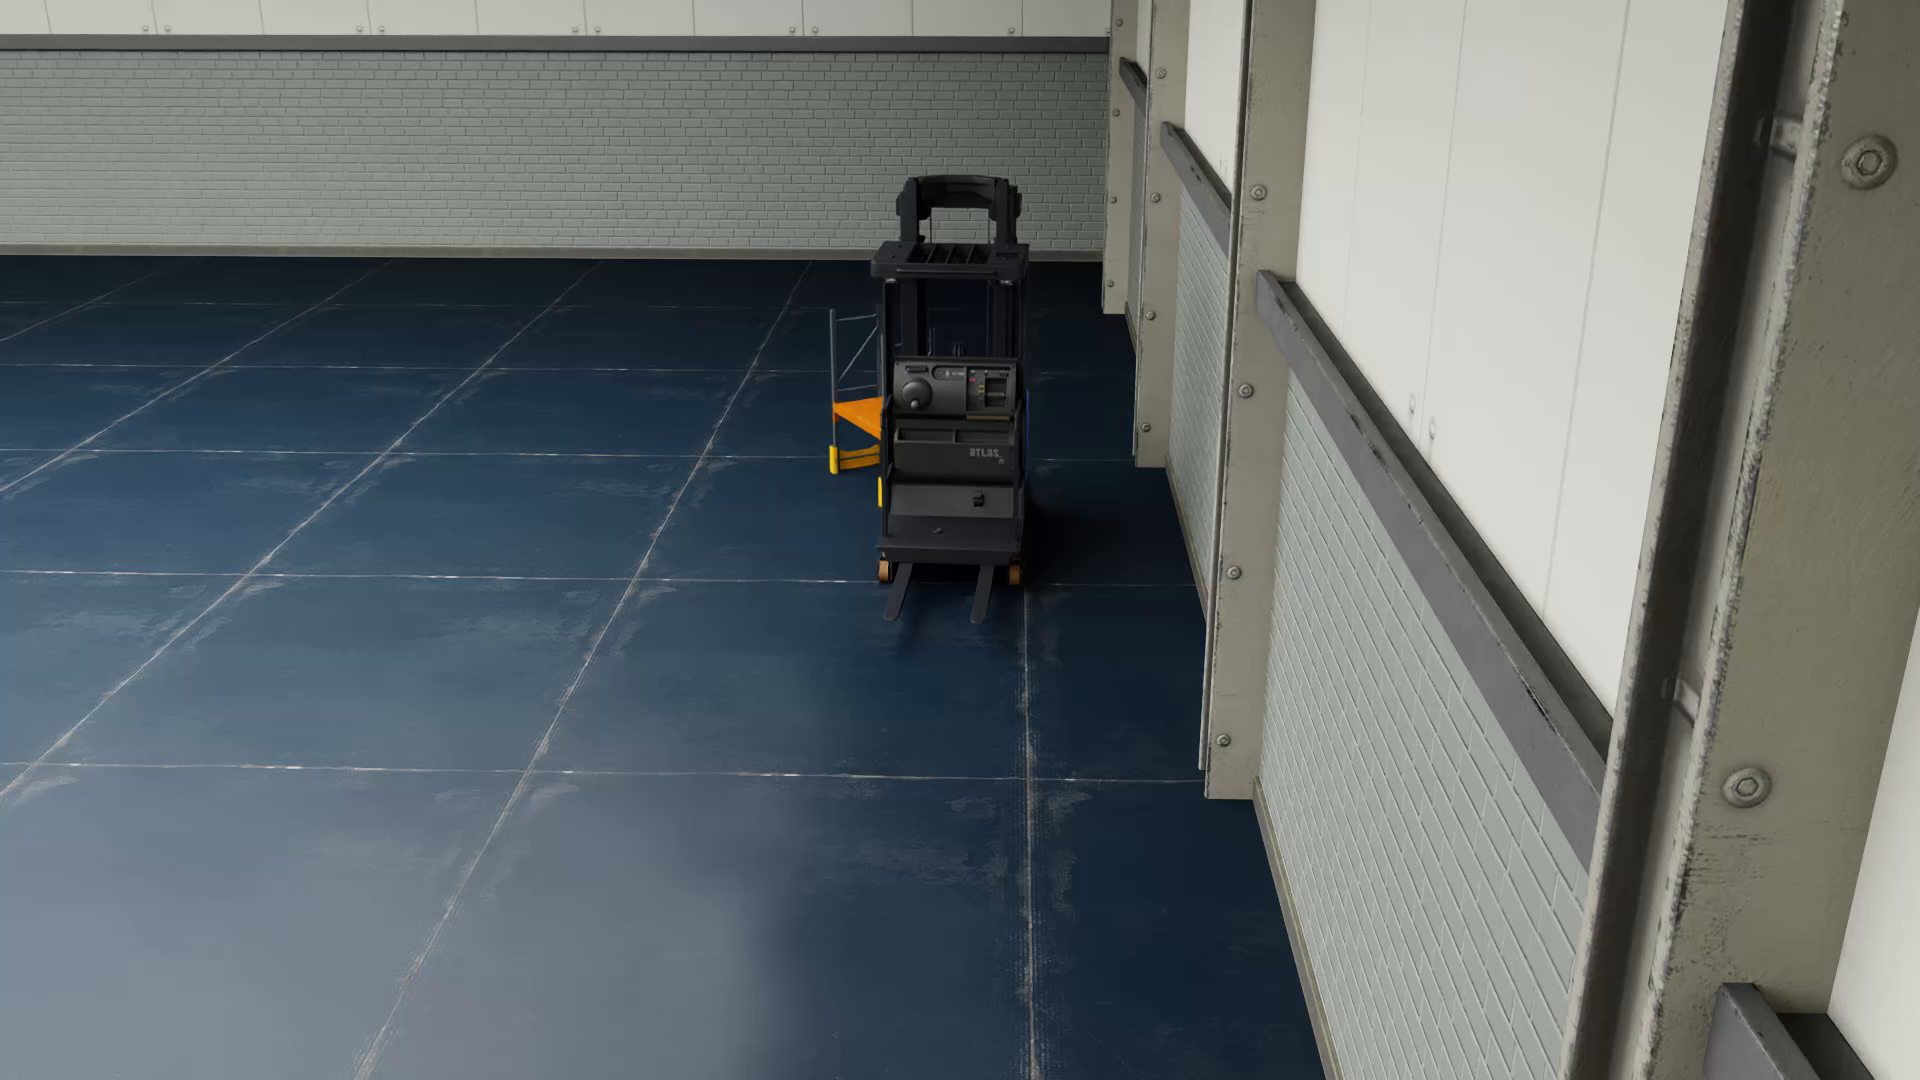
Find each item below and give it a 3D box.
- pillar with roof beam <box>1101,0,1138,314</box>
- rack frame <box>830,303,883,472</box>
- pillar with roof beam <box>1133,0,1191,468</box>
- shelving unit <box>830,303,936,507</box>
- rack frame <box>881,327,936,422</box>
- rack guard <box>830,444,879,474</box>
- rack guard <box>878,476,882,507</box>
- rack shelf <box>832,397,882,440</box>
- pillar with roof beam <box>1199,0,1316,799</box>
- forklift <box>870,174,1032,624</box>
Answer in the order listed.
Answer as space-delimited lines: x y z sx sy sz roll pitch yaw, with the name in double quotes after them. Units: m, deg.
-2.351 -7.150 19.516 9.100 9.000 0.400 1 21 2 "pillar with roof beam"
-0.919 -1.366 14.976 0.500 1.500 0.032 -11 24 -27 "rack frame"
-2.534 -4.981 13.925 9.100 9.000 0.400 1 21 2 "pillar with roof beam"
-0.669 -1.202 14.553 0.587 1.500 1.083 -11 24 -27 "shelving unit"
-0.428 -1.044 14.146 0.500 1.500 0.032 -11 24 -27 "rack frame"
-0.910 -0.777 15.186 0.587 0.250 0.087 -11 24 -27 "rack guard"
-0.429 -0.462 14.373 0.587 0.250 0.087 -11 24 -27 "rack guard"
-0.674 -1.037 14.626 0.538 0.185 1.000 -11 24 -27 "rack shelf"
-2.716 -2.811 8.334 9.100 9.000 0.400 1 21 2 "pillar with roof beam"
-0.053 -1.141 12.419 1.130 2.935 3.031 2 21 5 "forklift"
